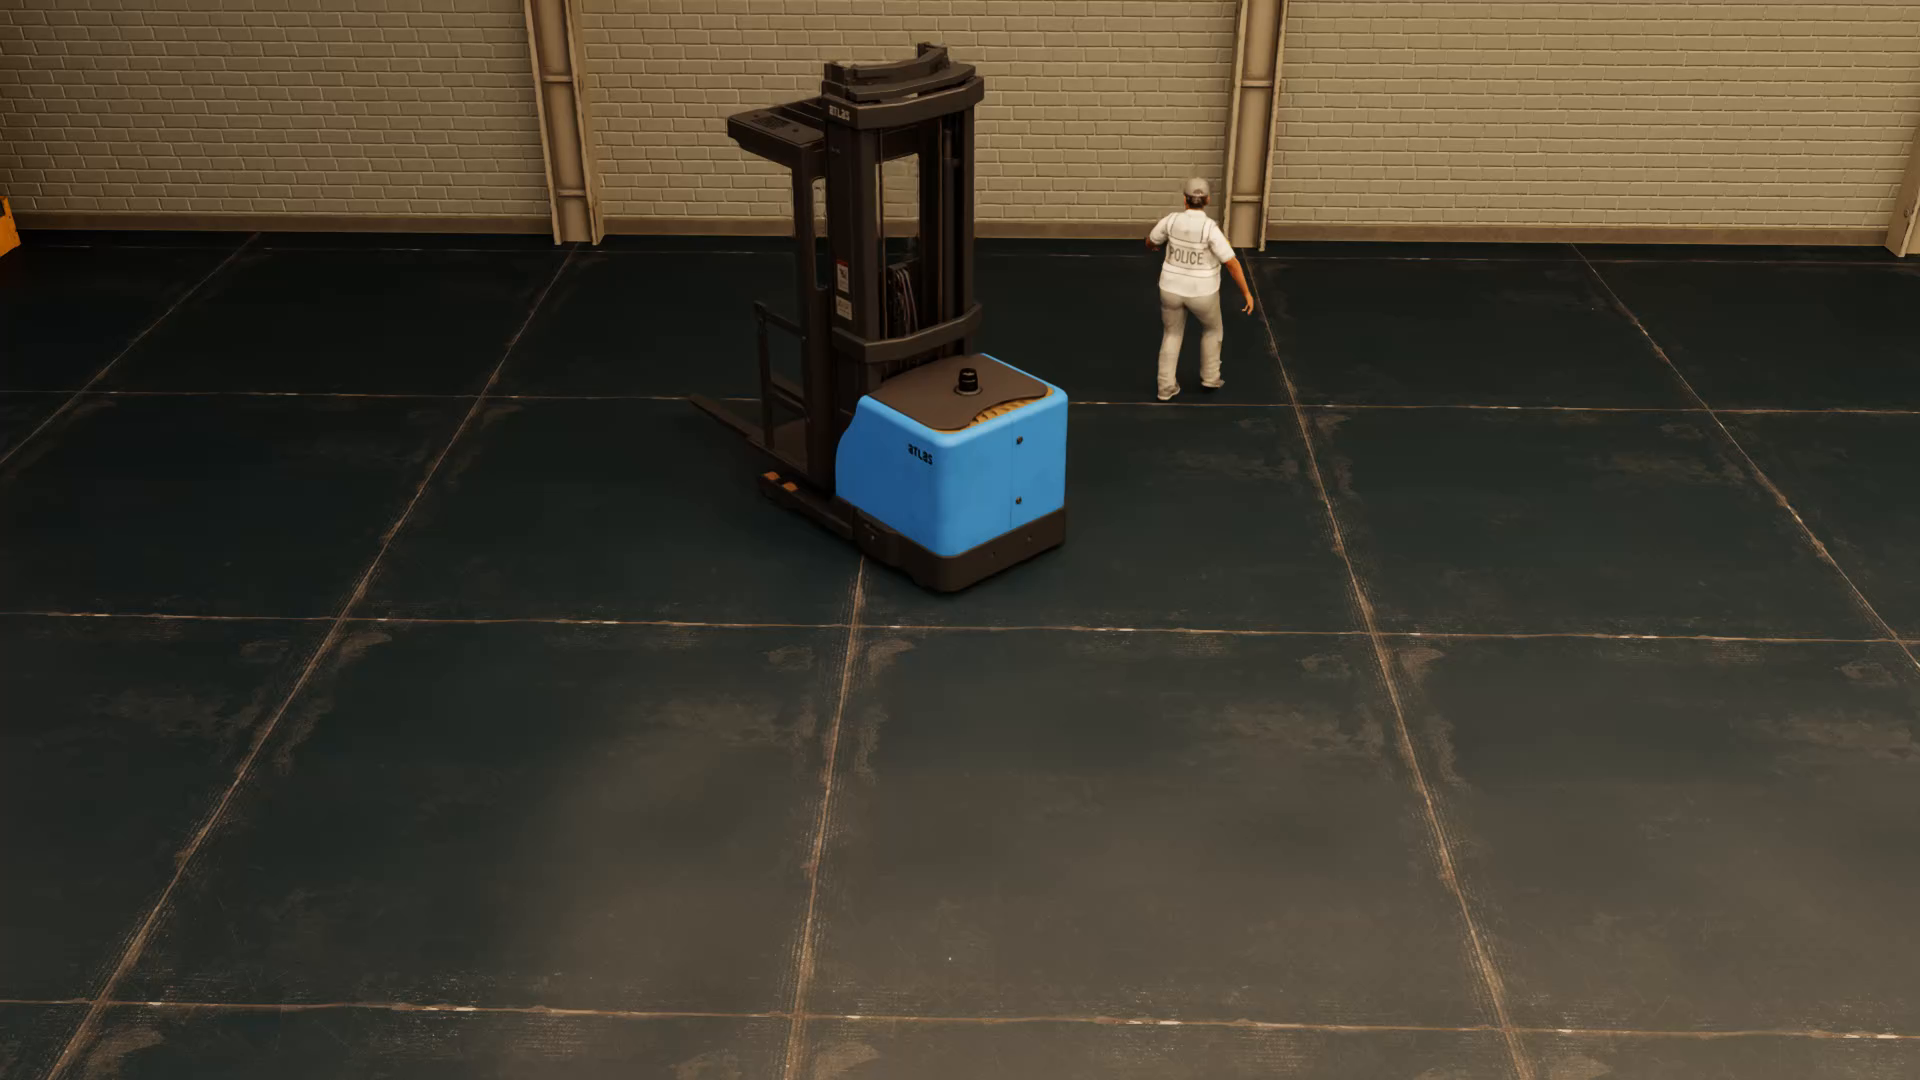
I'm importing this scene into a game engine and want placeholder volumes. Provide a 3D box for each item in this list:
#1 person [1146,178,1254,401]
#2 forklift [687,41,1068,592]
[{"bbox_3d":[1.716,-1.805,12.006,0.922,1.683,0.618,16,34,25],"label":"person"},{"bbox_3d":[-0.689,-1.623,10.367,1.130,2.935,3.031,-24,38,-35],"label":"forklift"}]
